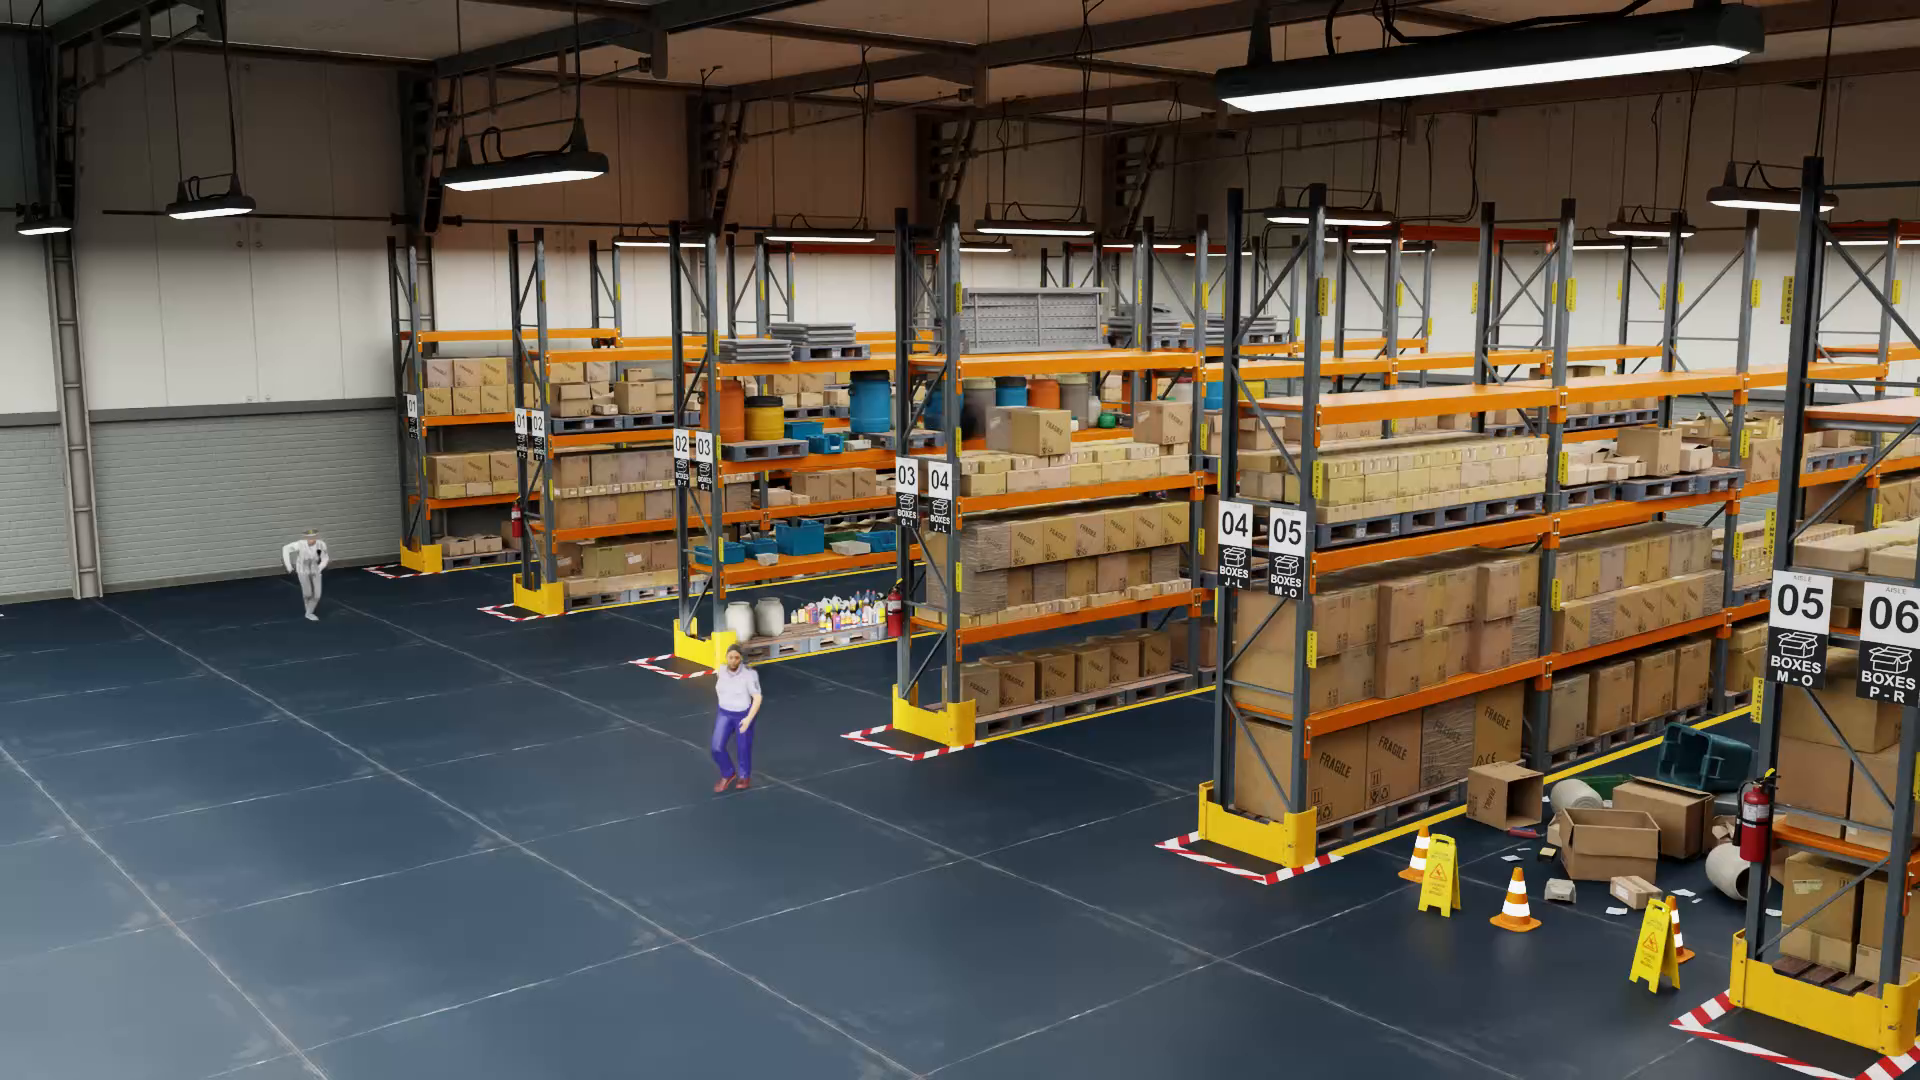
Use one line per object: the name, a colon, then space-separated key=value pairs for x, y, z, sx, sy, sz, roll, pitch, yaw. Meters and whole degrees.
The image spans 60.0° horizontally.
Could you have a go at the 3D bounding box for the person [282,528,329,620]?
person: x=-9.999 y=0.538 z=25.457 sx=0.639 sy=1.491 sz=0.750 roll=-5 pitch=10 yaw=-30

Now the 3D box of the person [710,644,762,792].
person: x=-2.235 y=1.805 z=16.865 sx=0.550 sy=1.571 sz=0.771 roll=2 pitch=9 yaw=11
